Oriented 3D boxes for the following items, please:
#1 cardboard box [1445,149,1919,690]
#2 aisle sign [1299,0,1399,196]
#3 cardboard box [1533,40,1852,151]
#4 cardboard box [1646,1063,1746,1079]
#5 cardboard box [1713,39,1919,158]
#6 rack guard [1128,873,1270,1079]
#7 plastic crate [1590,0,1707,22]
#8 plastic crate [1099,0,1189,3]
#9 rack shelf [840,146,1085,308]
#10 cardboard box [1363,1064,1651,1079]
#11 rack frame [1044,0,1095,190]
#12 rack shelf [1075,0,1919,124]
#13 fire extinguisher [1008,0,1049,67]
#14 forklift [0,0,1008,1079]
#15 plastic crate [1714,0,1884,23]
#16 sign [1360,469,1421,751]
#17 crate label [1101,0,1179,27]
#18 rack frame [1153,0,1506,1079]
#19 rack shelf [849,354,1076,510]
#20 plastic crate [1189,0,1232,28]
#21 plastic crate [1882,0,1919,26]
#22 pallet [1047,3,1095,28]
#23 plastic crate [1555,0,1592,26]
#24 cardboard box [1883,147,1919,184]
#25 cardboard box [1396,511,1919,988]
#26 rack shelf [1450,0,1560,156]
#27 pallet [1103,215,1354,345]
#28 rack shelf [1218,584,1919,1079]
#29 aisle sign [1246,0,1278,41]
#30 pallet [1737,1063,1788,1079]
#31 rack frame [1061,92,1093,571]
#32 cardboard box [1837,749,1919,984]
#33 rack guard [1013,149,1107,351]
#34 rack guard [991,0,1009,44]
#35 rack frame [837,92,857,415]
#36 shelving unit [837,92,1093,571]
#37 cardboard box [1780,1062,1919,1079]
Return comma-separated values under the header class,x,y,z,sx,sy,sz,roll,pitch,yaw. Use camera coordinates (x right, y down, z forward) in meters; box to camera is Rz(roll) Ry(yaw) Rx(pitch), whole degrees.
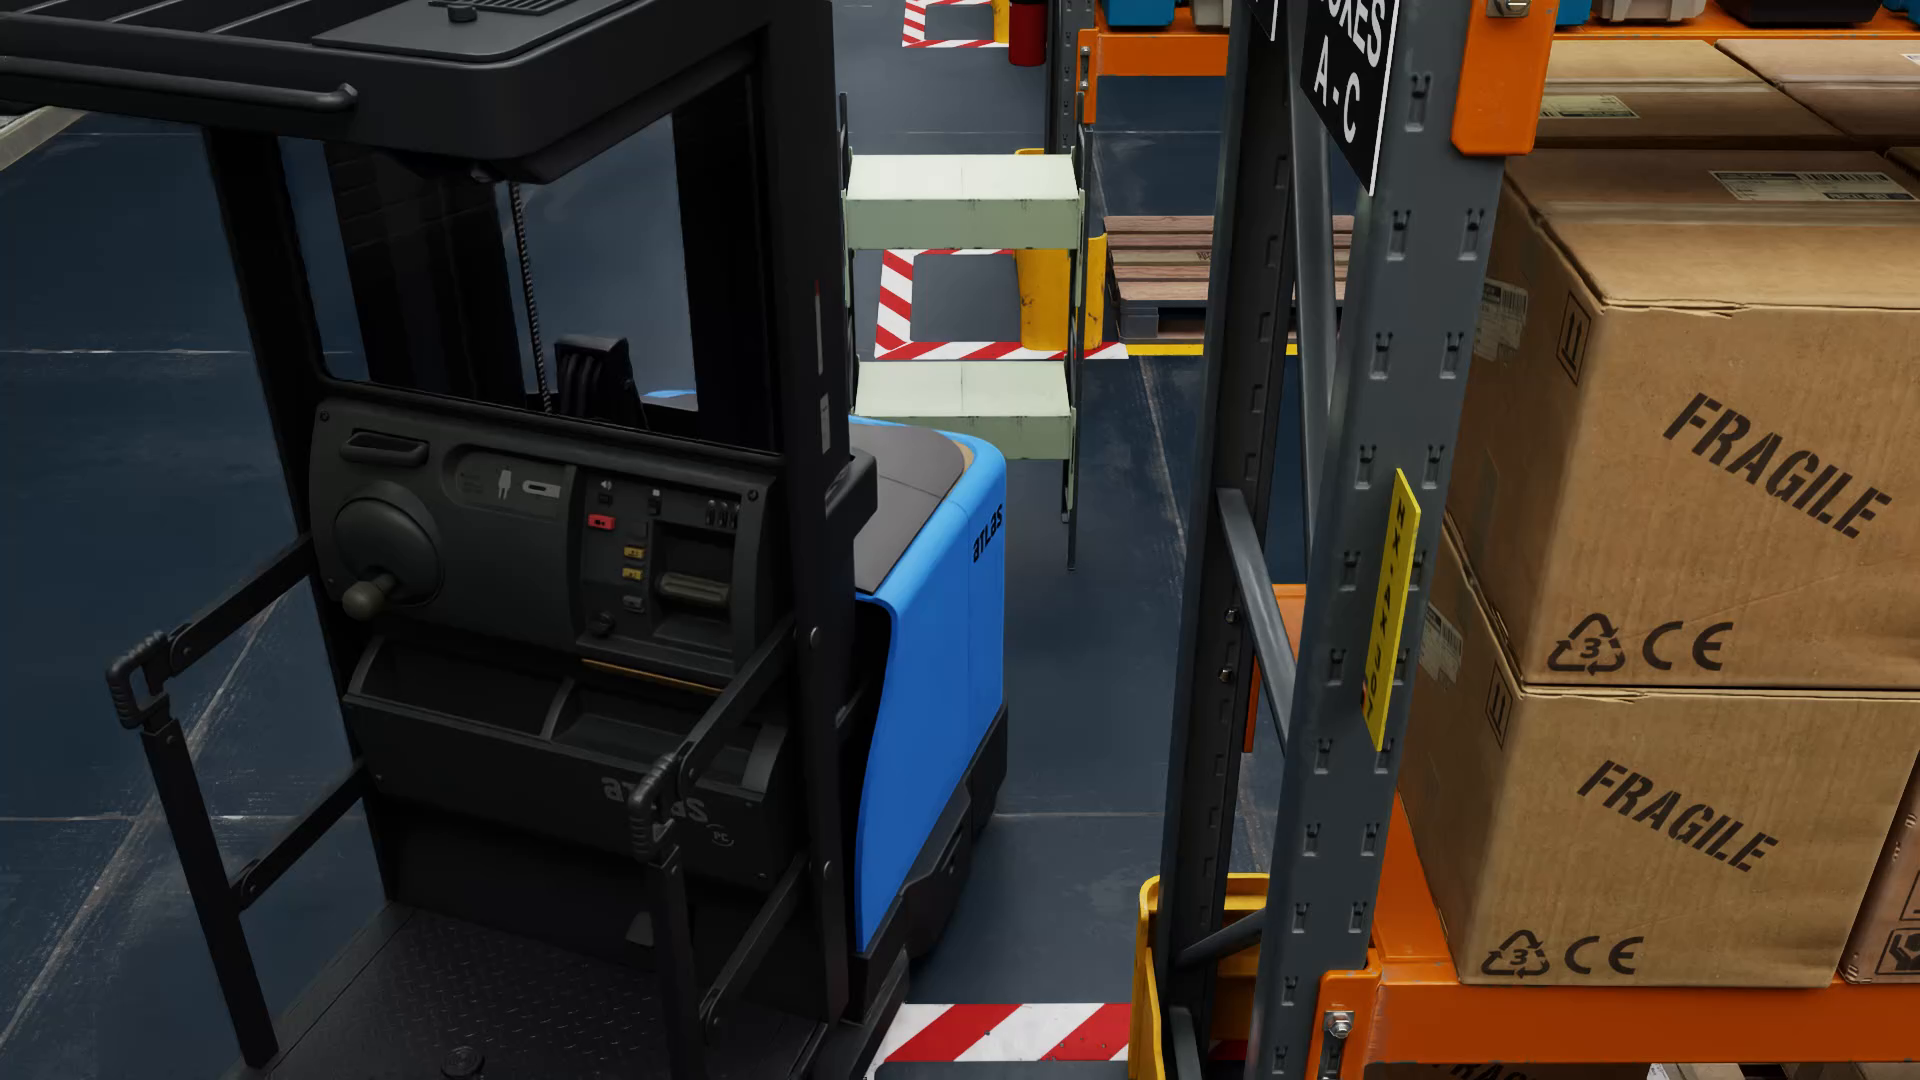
class,x,y,z,sx,sy,sz,roll,pitch,yaw
cardboard box,0.928,-0.164,2.068,0.500,0.500,0.500,1,31,1
aisle sign,0.416,-0.788,1.651,0.004,0.787,0.394,0,31,0
cardboard box,0.926,-0.443,2.529,0.500,0.500,0.500,0,31,-1
cardboard box,1.430,1.110,3.336,0.250,0.166,0.380,0,31,0
cardboard box,1.431,-0.445,2.532,0.500,0.500,0.500,1,31,1
rack guard,0.558,1.239,3.225,0.348,0.500,1.175,0,31,0
plastic crate,2.717,-2.162,6.619,0.466,0.136,0.293,0,31,0
plastic crate,0.790,-2.537,6.948,0.499,0.435,0.616,0,31,0
rack shelf,0.007,-0.975,5.159,0.720,0.370,0.431,0,31,0
cardboard box,1.025,0.922,3.324,0.500,0.500,0.500,0,31,0
rack frame,0.456,-2.398,6.811,0.127,3.000,1.000,0,31,0
rack shelf,2.456,-2.097,7.008,4.000,0.370,1.077,0,31,0
fire extinguisher,0.303,-2.441,7.316,0.183,0.674,0.296,0,31,0
forklift,-0.847,0.053,2.838,1.130,2.935,3.031,11,33,17
plastic crate,3.338,-2.176,6.652,0.590,0.125,0.437,0,31,0
sign,0.486,0.082,1.888,0.005,0.325,0.100,0,31,0
crate label,0.705,-2.182,6.559,0.303,0.233,0.416,0,31,0
rack frame,0.482,0.171,2.576,0.127,3.000,1.000,0,31,0
rack shelf,0.007,-0.363,5.530,0.720,0.370,0.431,0,31,0
plastic crate,1.026,-2.099,6.515,0.298,0.136,0.250,0,31,0
plastic crate,3.991,-2.251,6.527,0.575,0.384,0.392,0,31,0
pallet,1.225,-3.818,11.840,1.213,0.211,1.003,0,31,0
plastic crate,2.322,-2.188,6.567,0.300,0.233,0.416,0,31,0
cardboard box,1.450,-0.169,2.077,0.500,0.500,0.500,0,31,0
cardboard box,0.928,0.264,2.327,0.500,0.500,0.500,0,31,1
rack shelf,2.482,-0.810,1.995,4.000,0.370,1.077,0,31,0
pallet,1.281,-1.189,7.506,1.213,0.211,1.003,0,31,0
rack shelf,2.482,0.472,2.773,4.000,0.370,1.077,0,31,0
aisle sign,0.412,-1.099,2.164,0.004,0.787,0.394,0,31,0
pallet,1.356,1.360,3.305,1.213,0.211,1.003,0,31,0
rack frame,0.373,-0.642,5.363,0.023,1.500,0.400,0,31,0
cardboard box,1.443,0.259,2.335,0.500,0.500,0.500,0,31,-1
rack guard,0.432,-1.323,7.448,0.348,0.500,1.175,0,31,0
rack guard,0.402,-3.899,11.694,0.348,0.500,1.175,0,31,0
rack frame,-0.359,-0.640,5.359,0.023,1.500,0.400,0,31,0
shelving unit,0.007,-0.641,5.361,0.755,1.500,0.431,0,31,0
cardboard box,1.975,1.042,3.368,0.500,0.250,0.500,0,31,0
